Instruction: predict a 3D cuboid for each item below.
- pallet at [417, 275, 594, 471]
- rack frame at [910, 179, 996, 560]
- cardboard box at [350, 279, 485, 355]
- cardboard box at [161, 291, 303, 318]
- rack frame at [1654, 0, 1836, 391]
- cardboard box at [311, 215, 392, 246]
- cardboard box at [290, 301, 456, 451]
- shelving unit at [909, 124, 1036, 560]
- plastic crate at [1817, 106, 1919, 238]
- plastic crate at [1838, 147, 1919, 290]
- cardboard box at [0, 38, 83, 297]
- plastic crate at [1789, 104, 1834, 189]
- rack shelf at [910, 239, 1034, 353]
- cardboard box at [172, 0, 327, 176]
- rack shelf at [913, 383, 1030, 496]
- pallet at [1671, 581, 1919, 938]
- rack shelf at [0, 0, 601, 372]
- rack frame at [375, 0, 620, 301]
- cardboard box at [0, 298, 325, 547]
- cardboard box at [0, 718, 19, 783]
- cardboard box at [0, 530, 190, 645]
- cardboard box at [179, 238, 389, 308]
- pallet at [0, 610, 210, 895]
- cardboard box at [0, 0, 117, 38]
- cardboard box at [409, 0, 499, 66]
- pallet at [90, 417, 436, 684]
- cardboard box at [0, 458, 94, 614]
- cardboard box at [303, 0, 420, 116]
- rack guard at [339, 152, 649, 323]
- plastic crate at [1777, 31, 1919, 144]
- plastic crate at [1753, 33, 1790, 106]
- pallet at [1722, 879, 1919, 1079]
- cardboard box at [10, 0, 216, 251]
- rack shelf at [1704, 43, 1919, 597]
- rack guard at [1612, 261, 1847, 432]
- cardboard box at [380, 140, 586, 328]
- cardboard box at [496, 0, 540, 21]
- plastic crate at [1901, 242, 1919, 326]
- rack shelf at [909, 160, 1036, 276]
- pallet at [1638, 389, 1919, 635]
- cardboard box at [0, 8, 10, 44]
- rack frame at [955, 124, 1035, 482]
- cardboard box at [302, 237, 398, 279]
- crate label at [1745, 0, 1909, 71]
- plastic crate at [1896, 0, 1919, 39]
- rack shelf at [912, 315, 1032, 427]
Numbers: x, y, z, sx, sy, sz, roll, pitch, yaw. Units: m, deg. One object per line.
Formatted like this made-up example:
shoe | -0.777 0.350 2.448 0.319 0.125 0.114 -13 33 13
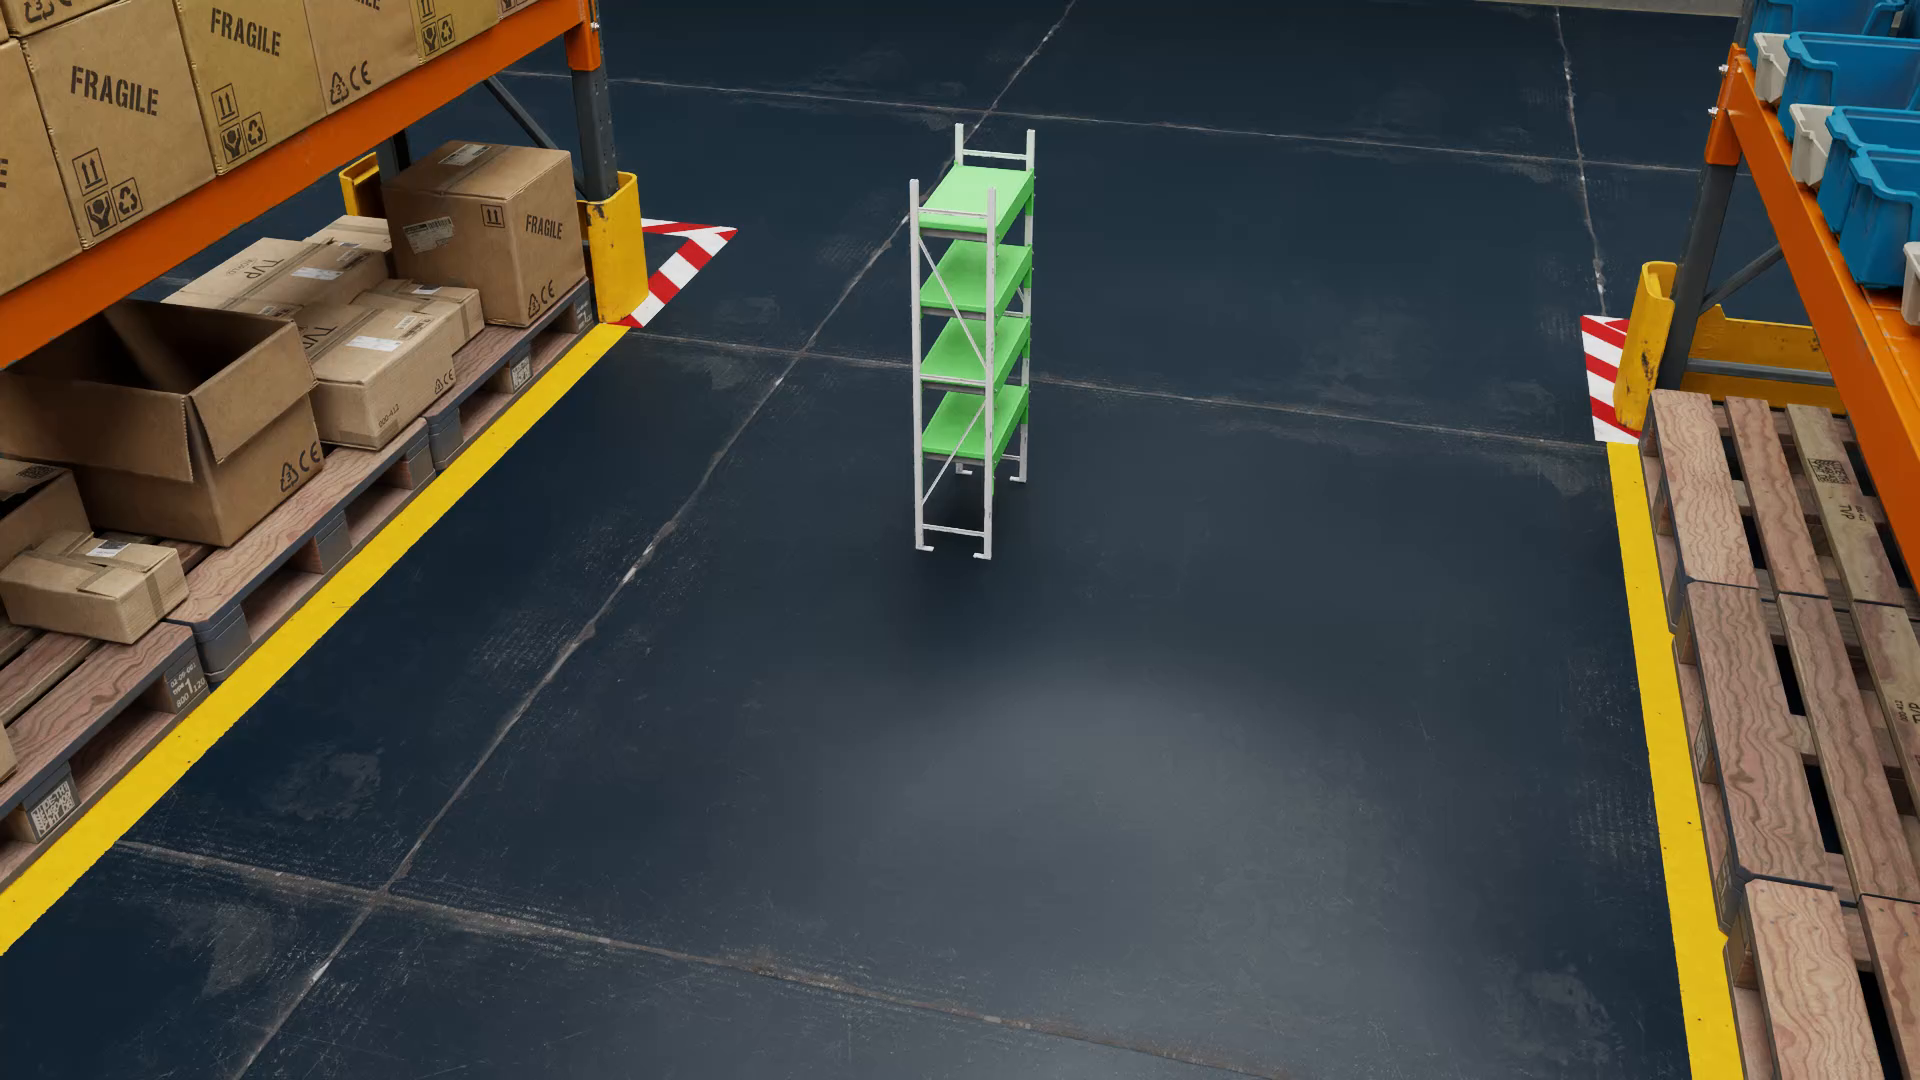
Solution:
pallet | -2.074 -0.698 6.151 1.003 0.211 1.213 8 33 12
rack frame | -0.020 -0.466 4.864 0.240 1.200 0.015 8 33 12
cardboard box | -1.943 -0.804 5.950 0.380 0.166 0.250 8 33 12
cardboard box | -2.520 -0.591 5.536 0.500 0.250 0.500 8 33 12
rack frame | 2.937 -1.652 5.052 1.000 3.000 0.127 8 33 12
cardboard box | -2.292 -1.140 6.495 0.380 0.149 0.250 8 33 12
cardboard box | -2.024 -0.549 5.470 0.500 0.250 0.500 8 33 12
shelving unit | 0.042 -0.592 5.063 0.258 1.200 0.503 8 33 12
plastic crate | 2.221 -0.840 3.875 0.416 0.233 0.300 8 33 12
plastic crate | 2.145 -0.684 3.630 0.416 0.233 0.300 8 33 12
cardboard box | -2.349 -0.788 3.600 0.500 0.500 0.500 9 33 13
plastic crate | 2.222 -0.975 4.178 0.250 0.136 0.298 8 33 12
rack shelf | 0.042 -0.741 4.969 0.258 0.148 0.480 8 33 12
cardboard box | -2.092 -1.311 4.424 0.500 0.500 0.500 8 33 12
rack shelf | 0.042 -0.336 5.226 0.258 0.148 0.480 8 33 12
pallet | 2.378 0.579 4.143 1.003 0.211 1.213 8 33 12
rack shelf | -2.361 -0.987 4.677 1.077 0.370 4.000 8 33 12
rack frame | -1.854 -2.328 6.116 1.000 3.000 0.127 8 33 12
cardboard box | -2.397 -0.360 4.937 0.797 0.503 0.637 8 33 12
cardboard box | -2.553 0.508 3.751 0.500 0.311 0.500 8 33 12
cardboard box | -2.343 0.119 4.498 0.380 0.166 0.250 8 33 12
cardboard box | -2.393 -0.850 5.945 0.500 0.250 0.500 8 33 12
pallet | -2.694 0.568 4.160 1.003 0.211 1.213 8 33 12
cardboard box | -2.216 -1.457 3.721 0.500 0.500 0.500 7 33 11
cardboard box | -1.832 -1.831 5.241 0.500 0.500 0.500 8 33 13
pallet | -2.386 -0.067 5.159 1.003 0.211 1.213 8 33 12
cardboard box | -2.808 -0.027 4.592 0.500 0.311 0.500 8 33 12
cardboard box | -1.964 -1.573 4.835 0.500 0.500 0.500 8 33 13
rack guard | -1.873 -1.234 6.725 1.175 0.500 0.348 8 33 12
plastic crate | 2.388 -1.181 4.413 0.416 0.233 0.300 8 33 12
plastic crate | 2.394 -1.327 4.732 0.250 0.136 0.298 8 33 12
pallet | 2.071 1.214 3.144 1.003 0.211 1.213 8 33 12
cardboard box | -2.220 -1.047 4.008 0.500 0.500 0.500 8 33 12
rack shelf | 2.429 -0.310 3.613 1.077 0.370 4.000 8 33 12
rack guard | 2.930 -0.611 5.745 1.175 0.500 0.348 8 33 12
cardboard box | -1.753 -1.143 6.172 0.500 0.500 0.500 8 33 12
cardboard box | -1.704 -2.101 5.665 0.500 0.500 0.500 9 34 14
plastic crate | 2.073 -0.435 3.328 0.293 0.136 0.466 8 33 12
rack shelf | 0.042 -0.943 4.840 0.258 0.148 0.480 8 33 12
pallet | 2.690 -0.052 5.135 1.003 0.211 1.213 8 33 12
cardboard box | -2.347 -1.190 3.302 0.500 0.500 0.500 7 33 11
rack frame | 0.104 -0.719 5.262 0.240 1.200 0.015 8 33 12
cardboard box | -2.356 -1.018 6.286 0.380 0.166 0.250 8 33 12
crate label | 2.555 -1.523 4.950 0.416 0.233 0.303 8 33 12
plastic crate | 3.032 -1.493 4.713 0.616 0.435 0.499 8 33 12
rack shelf | 0.042 -0.538 5.098 0.258 0.148 0.480 8 33 12
